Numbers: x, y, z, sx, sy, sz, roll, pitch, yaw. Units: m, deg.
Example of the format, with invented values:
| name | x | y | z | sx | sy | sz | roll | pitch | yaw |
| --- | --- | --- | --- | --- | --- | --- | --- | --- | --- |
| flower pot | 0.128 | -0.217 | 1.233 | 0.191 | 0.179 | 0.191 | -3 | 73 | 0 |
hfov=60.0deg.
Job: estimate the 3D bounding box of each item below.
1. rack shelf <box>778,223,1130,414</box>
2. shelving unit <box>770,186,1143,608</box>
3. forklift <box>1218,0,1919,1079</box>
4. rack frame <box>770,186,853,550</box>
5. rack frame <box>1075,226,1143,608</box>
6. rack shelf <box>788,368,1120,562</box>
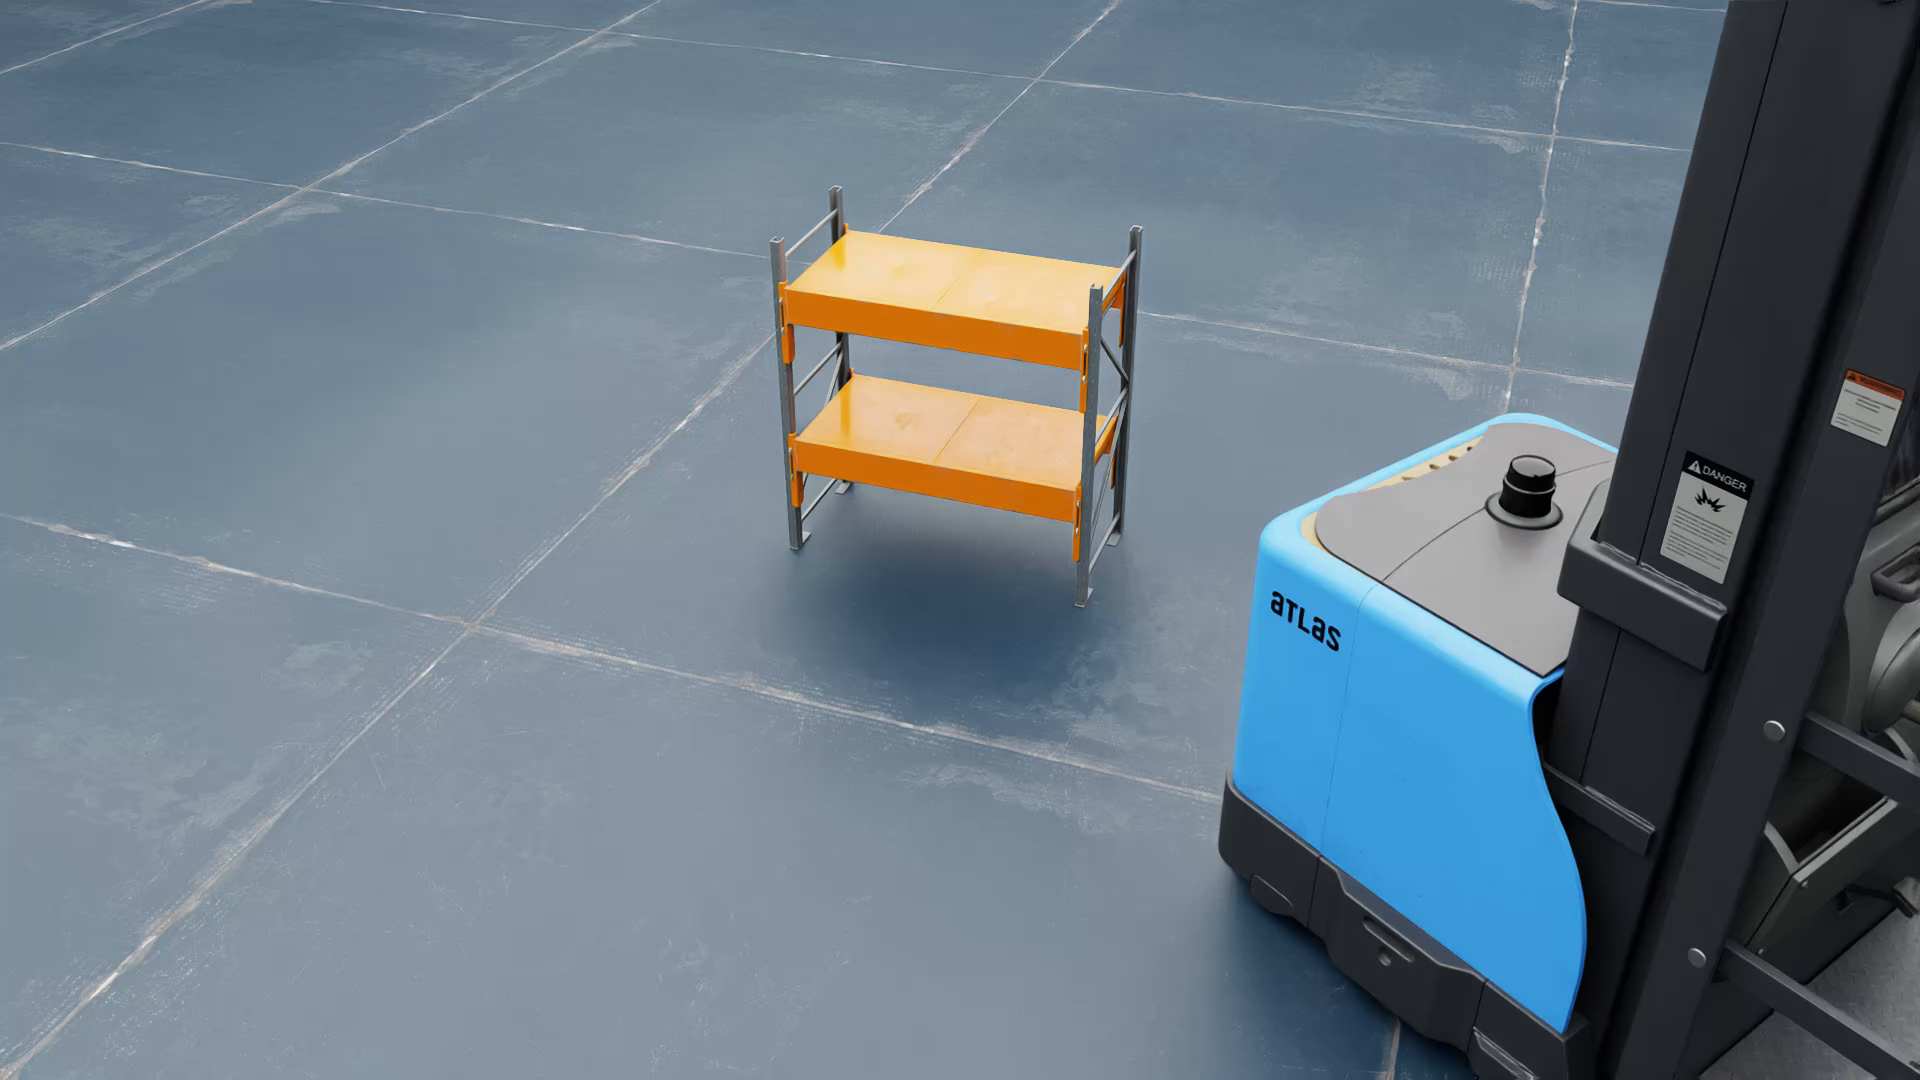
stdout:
| name | x | y | z | sx | sy | sz | roll | pitch | yaw |
| --- | --- | --- | --- | --- | --- | --- | --- | --- | --- |
| rack shelf | -0.006 | -0.720 | 5.288 | 1.000 | 0.278 | 0.538 | 11 | 34 | 16 |
| shelving unit | -0.006 | -0.474 | 5.447 | 1.048 | 1.125 | 0.538 | 11 | 34 | 16 |
| forklift | 1.964 | 0.114 | 2.871 | 1.130 | 2.935 | 3.031 | -22 | 39 | -30 |
| rack frame | -0.485 | -0.567 | 5.591 | 0.032 | 1.125 | 0.500 | 11 | 34 | 16 |
| rack frame | 0.472 | -0.381 | 5.303 | 0.032 | 1.125 | 0.500 | 11 | 34 | 16 |
| rack shelf | -0.006 | -0.268 | 5.579 | 1.000 | 0.278 | 0.538 | 11 | 34 | 16 |
